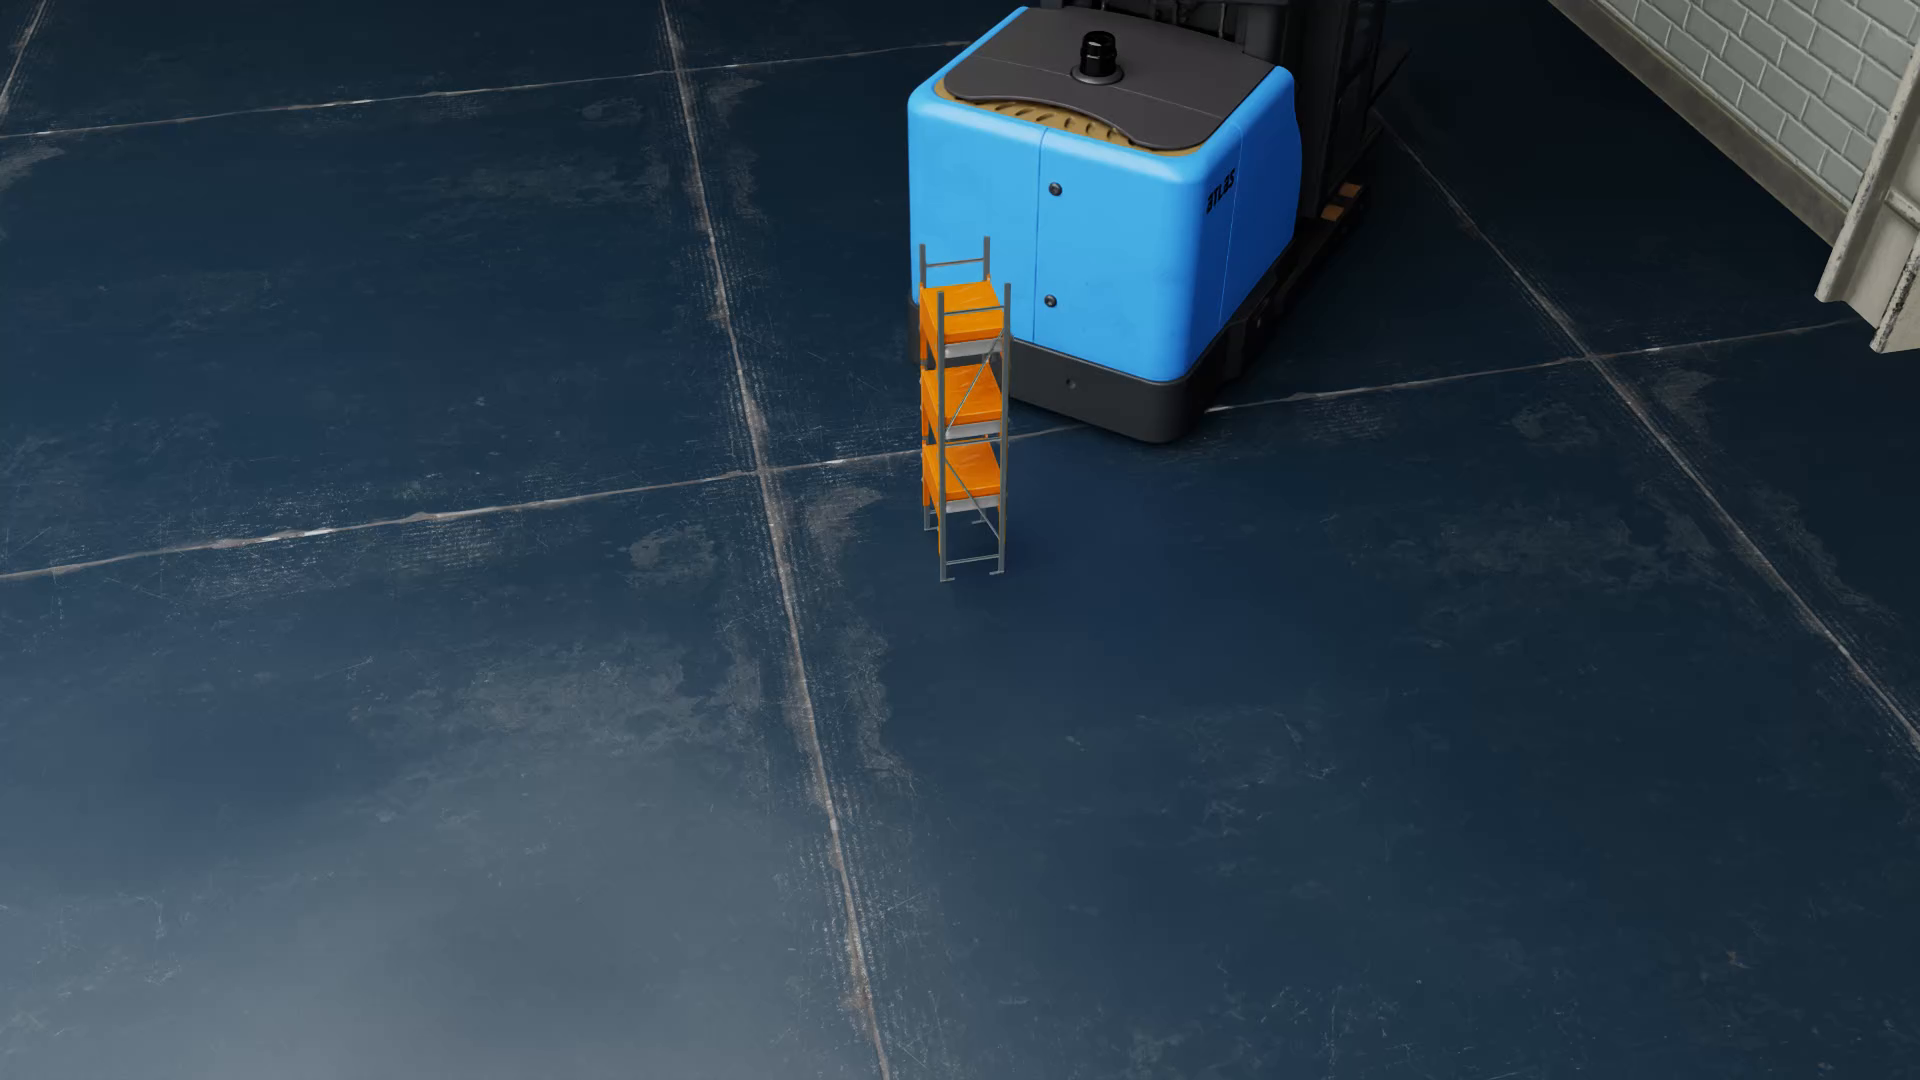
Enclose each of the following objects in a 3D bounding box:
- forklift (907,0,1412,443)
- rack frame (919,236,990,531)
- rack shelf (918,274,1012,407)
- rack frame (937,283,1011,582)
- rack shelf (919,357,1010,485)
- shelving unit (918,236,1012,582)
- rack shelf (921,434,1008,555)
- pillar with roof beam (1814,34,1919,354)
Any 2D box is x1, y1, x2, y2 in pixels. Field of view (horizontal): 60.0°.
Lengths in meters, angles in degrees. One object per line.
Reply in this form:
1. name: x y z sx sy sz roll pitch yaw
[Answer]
1. forklift: 0.980 -2.384 5.727 1.130 2.935 3.031 20 46 22
2. rack frame: -0.015 -0.437 4.951 0.200 1.050 0.008 -8 42 -9
3. rack shelf: 0.012 -0.562 4.681 0.215 0.259 0.240 -8 42 -9
4. rack frame: 0.038 -0.279 4.773 0.200 1.050 0.008 -8 42 -9
5. rack shelf: 0.012 -0.350 4.869 0.215 0.259 0.240 -8 42 -9
6. shelving unit: 0.012 -0.358 4.862 0.215 1.050 0.252 -8 42 -9
7. rack shelf: 0.012 -0.142 5.054 0.215 0.259 0.240 -8 42 -9
8. pillar with roof beam: -0.779 -3.573 2.496 9.100 9.000 0.400 -8 42 -9
